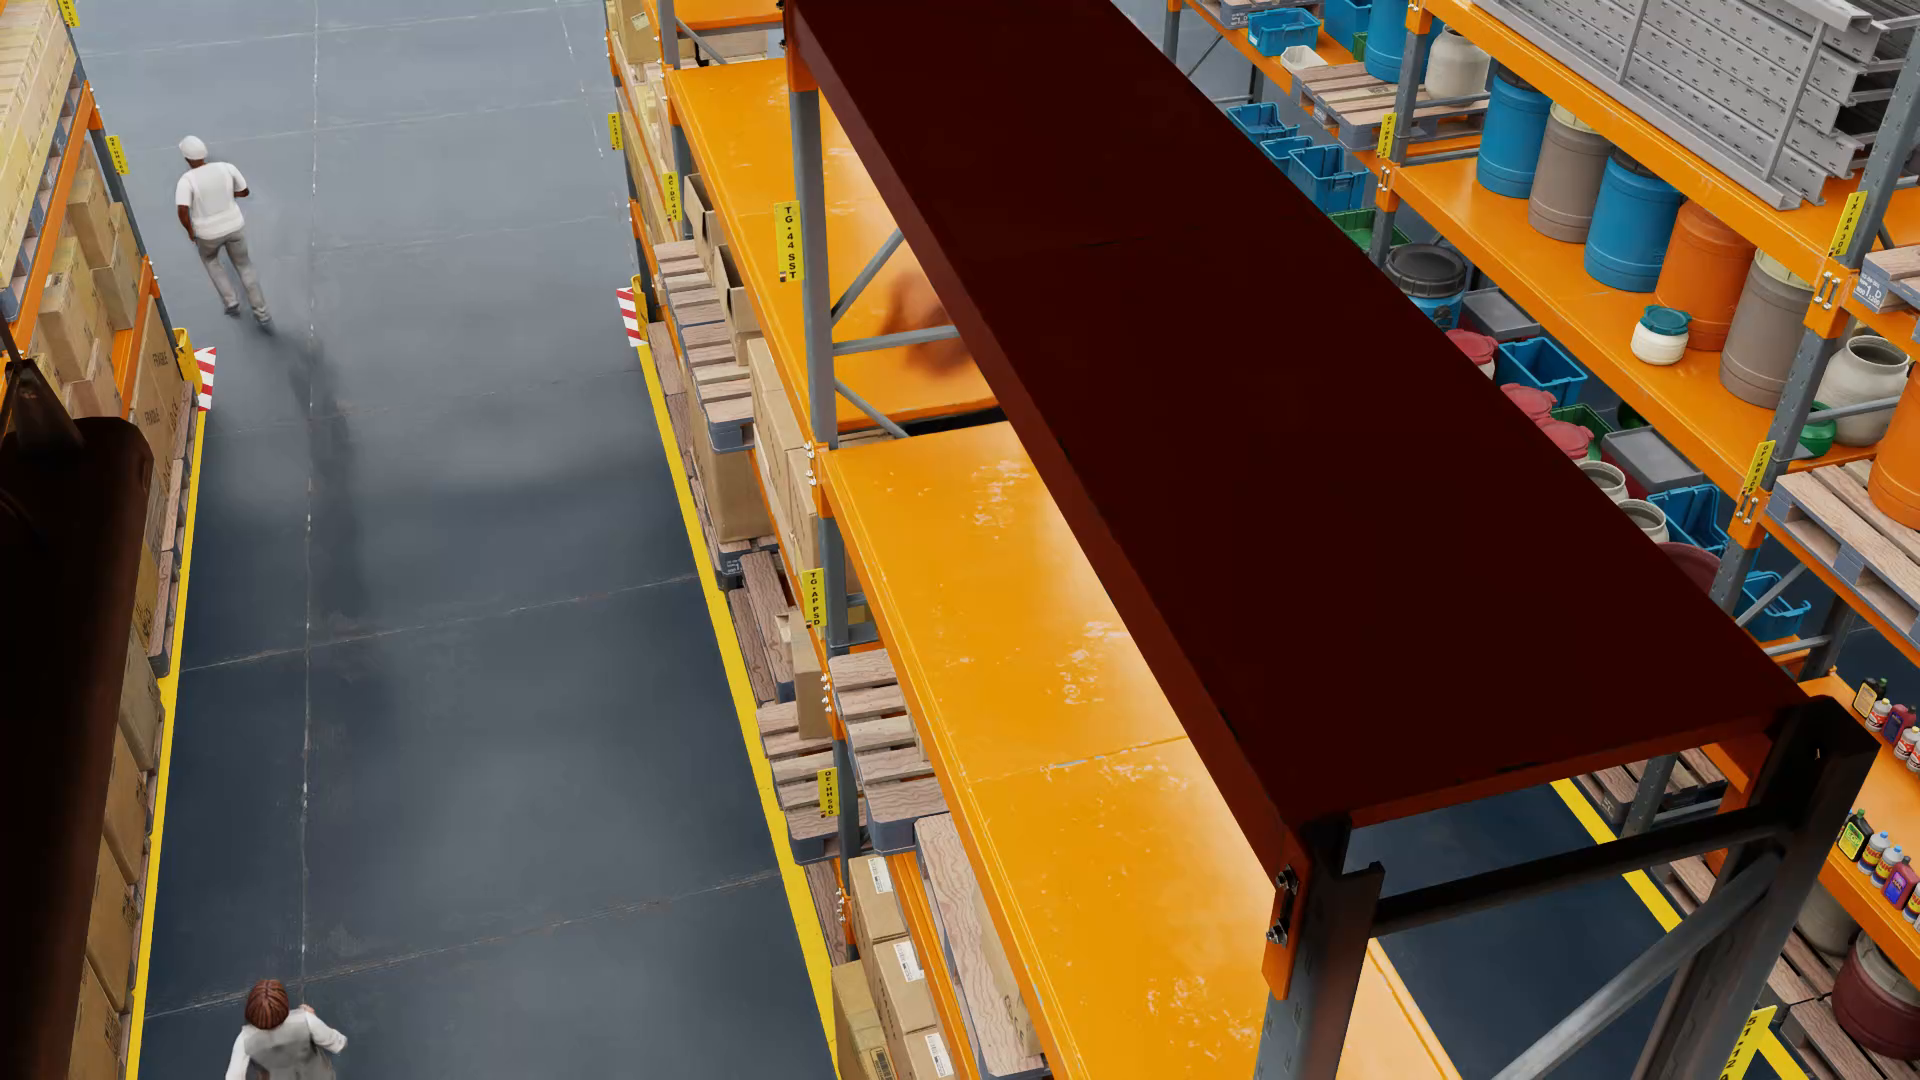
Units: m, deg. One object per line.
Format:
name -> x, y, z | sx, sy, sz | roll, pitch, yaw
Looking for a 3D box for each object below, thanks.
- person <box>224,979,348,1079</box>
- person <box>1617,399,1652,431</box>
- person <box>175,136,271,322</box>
person -> -3.215, 2.704, 8.121 | 0.550, 1.614, 0.859 | -10, 39, -12
person -> 5.483, -1.220, 12.978 | 0.657, 1.743, 0.605 | -19, 42, -22
person -> -6.627, -2.753, 14.895 | 0.694, 1.814, 0.731 | -27, 46, -30
